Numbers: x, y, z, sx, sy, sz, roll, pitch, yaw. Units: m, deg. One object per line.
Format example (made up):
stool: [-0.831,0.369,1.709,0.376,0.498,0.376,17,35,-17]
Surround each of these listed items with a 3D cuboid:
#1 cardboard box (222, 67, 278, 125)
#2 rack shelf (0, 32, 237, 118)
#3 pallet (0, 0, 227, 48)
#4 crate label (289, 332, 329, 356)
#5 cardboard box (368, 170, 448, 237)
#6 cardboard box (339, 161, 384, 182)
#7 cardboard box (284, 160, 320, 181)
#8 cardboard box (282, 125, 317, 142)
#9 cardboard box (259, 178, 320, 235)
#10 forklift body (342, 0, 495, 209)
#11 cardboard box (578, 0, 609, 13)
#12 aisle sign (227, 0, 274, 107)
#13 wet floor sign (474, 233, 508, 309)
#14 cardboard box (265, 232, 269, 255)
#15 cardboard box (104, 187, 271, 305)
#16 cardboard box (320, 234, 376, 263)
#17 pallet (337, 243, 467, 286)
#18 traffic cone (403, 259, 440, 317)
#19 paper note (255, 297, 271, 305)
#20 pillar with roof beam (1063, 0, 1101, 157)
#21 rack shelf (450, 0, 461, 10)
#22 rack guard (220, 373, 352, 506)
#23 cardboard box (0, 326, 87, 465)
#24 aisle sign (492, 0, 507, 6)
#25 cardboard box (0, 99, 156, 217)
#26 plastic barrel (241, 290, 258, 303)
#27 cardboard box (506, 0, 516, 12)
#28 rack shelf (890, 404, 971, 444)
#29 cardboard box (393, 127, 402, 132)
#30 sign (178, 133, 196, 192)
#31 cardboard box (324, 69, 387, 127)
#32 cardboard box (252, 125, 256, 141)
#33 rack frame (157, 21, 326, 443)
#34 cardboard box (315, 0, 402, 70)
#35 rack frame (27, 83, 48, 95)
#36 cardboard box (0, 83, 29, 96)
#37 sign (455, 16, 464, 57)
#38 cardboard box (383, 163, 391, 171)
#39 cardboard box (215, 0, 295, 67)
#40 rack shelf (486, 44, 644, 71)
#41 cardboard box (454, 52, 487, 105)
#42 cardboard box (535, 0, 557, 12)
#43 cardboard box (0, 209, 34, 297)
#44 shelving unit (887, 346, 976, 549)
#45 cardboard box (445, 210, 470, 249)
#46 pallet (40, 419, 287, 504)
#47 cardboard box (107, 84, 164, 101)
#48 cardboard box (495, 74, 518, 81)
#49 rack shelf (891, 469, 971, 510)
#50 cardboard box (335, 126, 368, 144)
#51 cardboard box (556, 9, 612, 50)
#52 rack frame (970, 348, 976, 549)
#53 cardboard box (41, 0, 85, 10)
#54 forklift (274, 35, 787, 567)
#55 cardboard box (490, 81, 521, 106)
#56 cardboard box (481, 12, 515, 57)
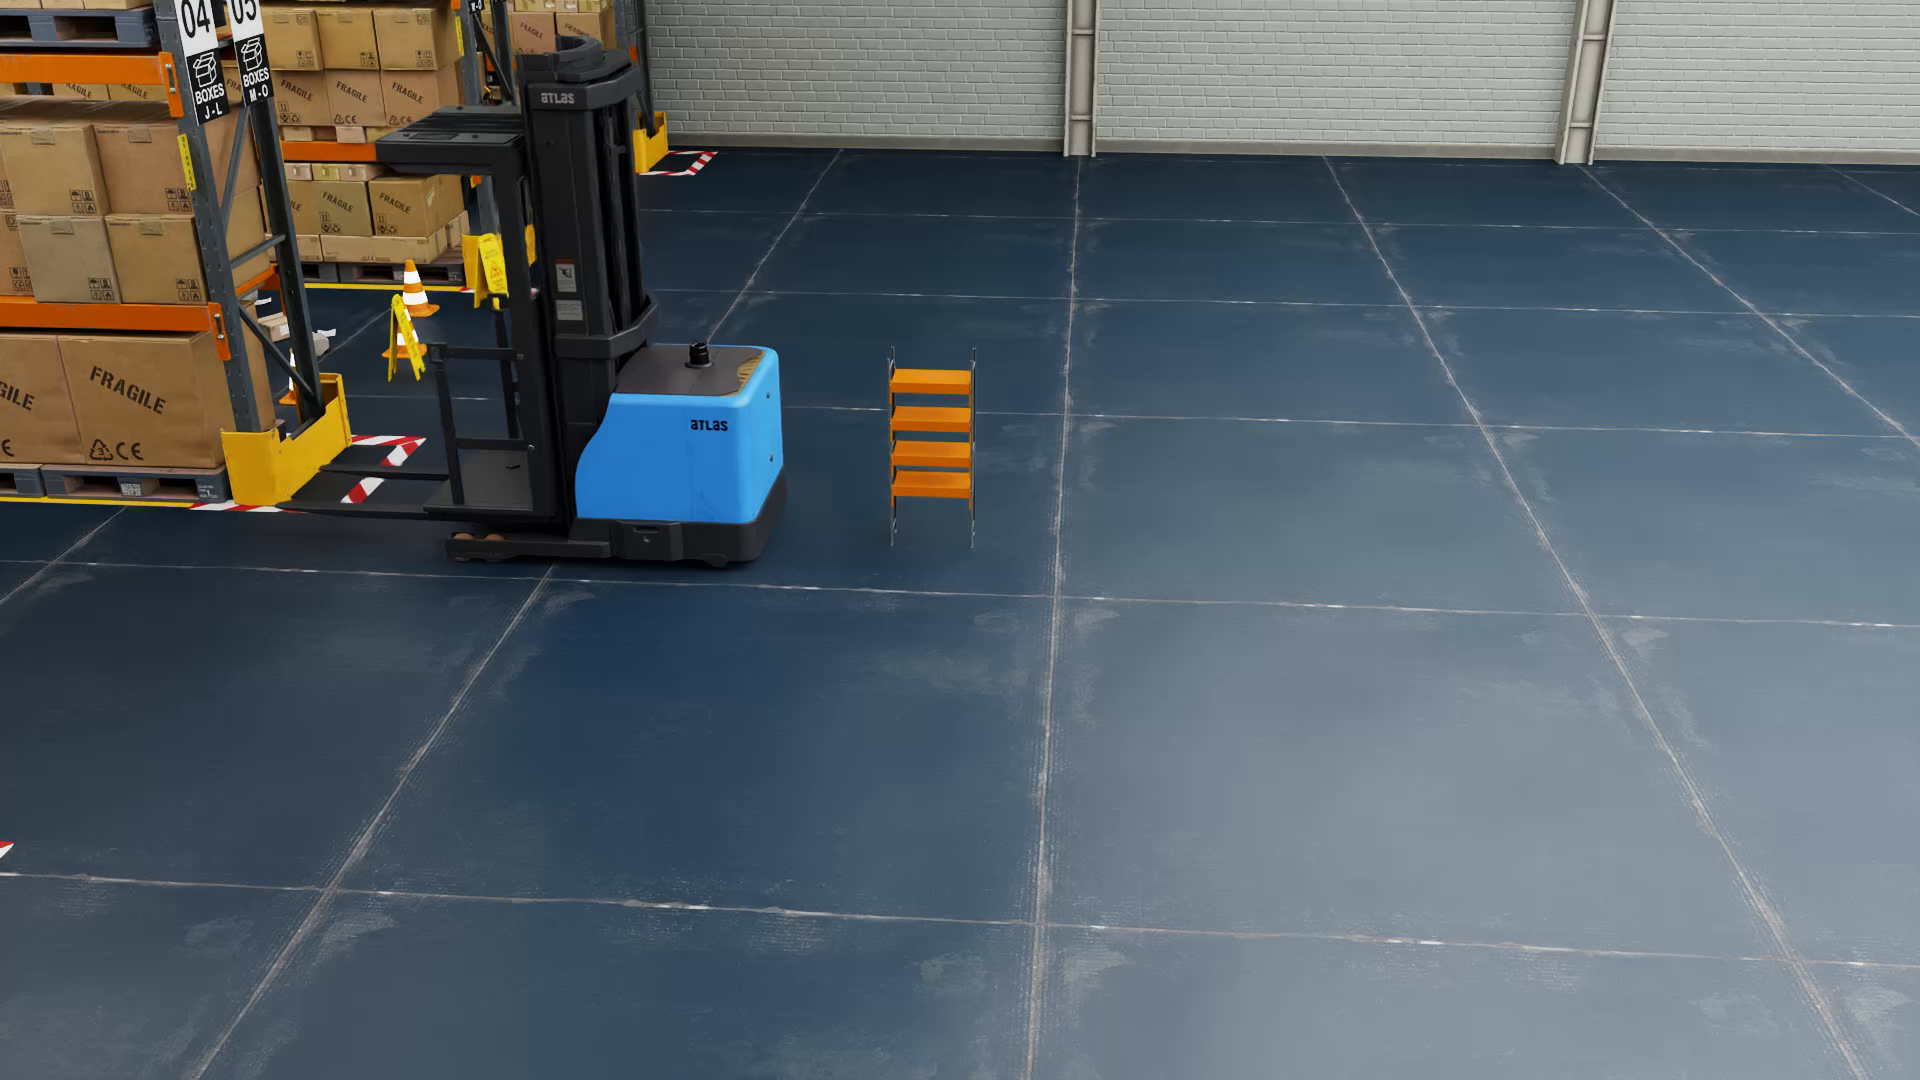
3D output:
cardboard box: [-6.308,-4.037,14.960,0.500,0.500,0.500,2,25,5]
rack shelf: [-6.517,-2.928,10.297,4.000,0.370,1.077,2,25,4]
pallet: [-5.263,-3.170,10.068,1.213,0.211,1.003,2,25,4]
crate label: [-5.306,-1.596,13.554,0.298,0.136,0.250,-11,27,-23]
cardboard box: [-5.063,-3.094,15.275,0.500,0.500,0.500,2,25,4]
cardboard box: [-5.434,-3.372,15.104,0.250,0.149,0.380,3,25,6]
cardboard box: [-5.947,-3.391,15.144,0.250,0.149,0.380,3,25,6]
cardboard box: [-5.914,-3.715,15.035,0.250,0.149,0.380,2,25,3]
cardboard box: [-6.086,-3.128,15.350,0.500,0.500,0.500,1,25,3]
forklift body: [-5.898,-4.878,18.278,1.214,2.155,2.313,2,25,4]
cardboard box: [-4.235,-6.198,19.235,0.250,0.149,0.380,2,25,5]
aisle sign: [-4.429,-3.132,10.358,0.004,0.787,0.394,2,25,4]
wet floor sign: [-4.137,-2.373,14.635,0.232,0.644,0.267,11,27,22]
cardboard box: [-6.603,-2.804,15.543,0.500,0.250,0.500,2,25,3]
cardboard box: [-4.896,-1.889,10.588,0.550,0.550,0.875,2,25,4]
cardboard box: [-5.587,-2.770,15.468,0.500,0.250,0.500,2,25,4]
pallet: [-5.127,-2.671,15.802,1.213,0.211,1.003,2,25,4]
traffic cone: [-4.772,-2.218,14.517,0.334,0.463,0.336,2,25,4]
paper note: [-6.236,-2.134,14.851,0.148,0.019,0.142,-7,26,-14]
pillar with roof beam: [1.160,-7.100,14.915,0.400,9.000,9.100,2,25,4]
rack shelf: [-6.238,-4.994,14.788,4.000,0.370,1.077,2,25,4]
rack guard: [-4.499,-0.692,11.155,0.348,0.500,1.175,2,25,4]
cardboard box: [-6.081,-1.075,11.037,0.875,0.875,0.875,1,25,3]
aisle sign: [-4.159,-5.203,14.858,0.004,0.787,0.394,2,25,4]
cardboard box: [-5.445,-2.394,10.393,0.550,0.550,0.875,2,25,4]
plastic barrel: [-6.420,-2.159,14.436,0.421,0.421,0.512,22,33,39]
cardboard box: [-5.262,-6.229,19.303,0.250,0.149,0.380,1,25,2]
rack shelf: [-0.165,-0.692,9.945,0.480,0.148,0.258,2,25,4]
cardboard box: [-4.895,-3.665,14.927,0.250,0.149,0.380,2,25,3]
sign: [-4.578,-2.236,9.852,0.005,0.325,0.100,2,25,4]
cardboard box: [-5.305,-3.995,14.869,0.500,0.500,0.500,2,25,4]
cardboard box: [-6.415,-3.723,15.054,0.250,0.149,0.380,2,25,4]
rack frame: [-4.522,-1.828,10.634,0.127,3.000,1.000,2,25,4]
cardboard box: [-5.274,-4.474,14.713,0.500,0.500,0.700,2,25,4]
rack frame: [-8.233,-4.022,15.403,0.127,3.000,1.000,2,25,4]
cardboard box: [-8.711,-4.313,15.057,0.500,0.500,0.500,1,25,3]
sign: [-4.307,-4.333,14.316,0.005,0.325,0.100,2,25,4]
cardboard box: [-5.573,-3.333,15.795,0.500,0.500,0.500,1,25,2]
cardboard box: [-6.278,-4.521,14.816,0.500,0.500,0.700,2,25,4]
rack shelf: [-5.862,-5.701,19.911,4.000,0.370,1.077,2,25,4]
cardboard box: [-4.695,-4.206,15.326,0.500,0.500,0.500,1,25,3]
cardboard box: [-4.746,-6.227,19.300,0.250,0.149,0.380,2,25,5]
cardboard box: [-5.995,-1.968,10.759,0.550,0.550,0.875,2,25,4]
shelving unit: [-0.165,-0.550,10.011,0.503,1.200,0.258,2,25,4]
cardboard box: [-5.027,-2.977,15.919,0.500,0.250,0.500,2,25,4]
pallet: [-5.326,-0.554,11.202,1.213,0.211,1.003,2,25,4]
cardboard box: [-7.313,-4.066,15.023,0.500,0.500,0.500,2,25,4]
cardboard box: [-5.329,-5.488,20.180,0.500,0.250,0.500,2,25,4]
rack shelf: [-0.165,-0.309,10.122,0.480,0.148,0.258,2,25,4]
cardboard box: [-5.408,-3.678,14.955,0.250,0.149,0.380,2,25,5]
cardboard box: [-4.379,-5.915,19.397,0.500,0.500,0.500,1,25,3]
rack frame: [0.078,-0.543,9.994,0.015,1.200,0.240,2,25,4]
cardboard box: [-5.131,-3.191,9.686,0.250,0.149,0.380,2,25,4]
forklift: [-2.657,-1.412,9.813,3.031,2.935,1.130,2,25,5]
cardboard box: [-5.364,-5.270,19.705,0.500,0.250,0.500,2,25,5]
cardboard box: [-5.406,-5.952,19.477,0.500,0.500,0.500,1,25,3]
